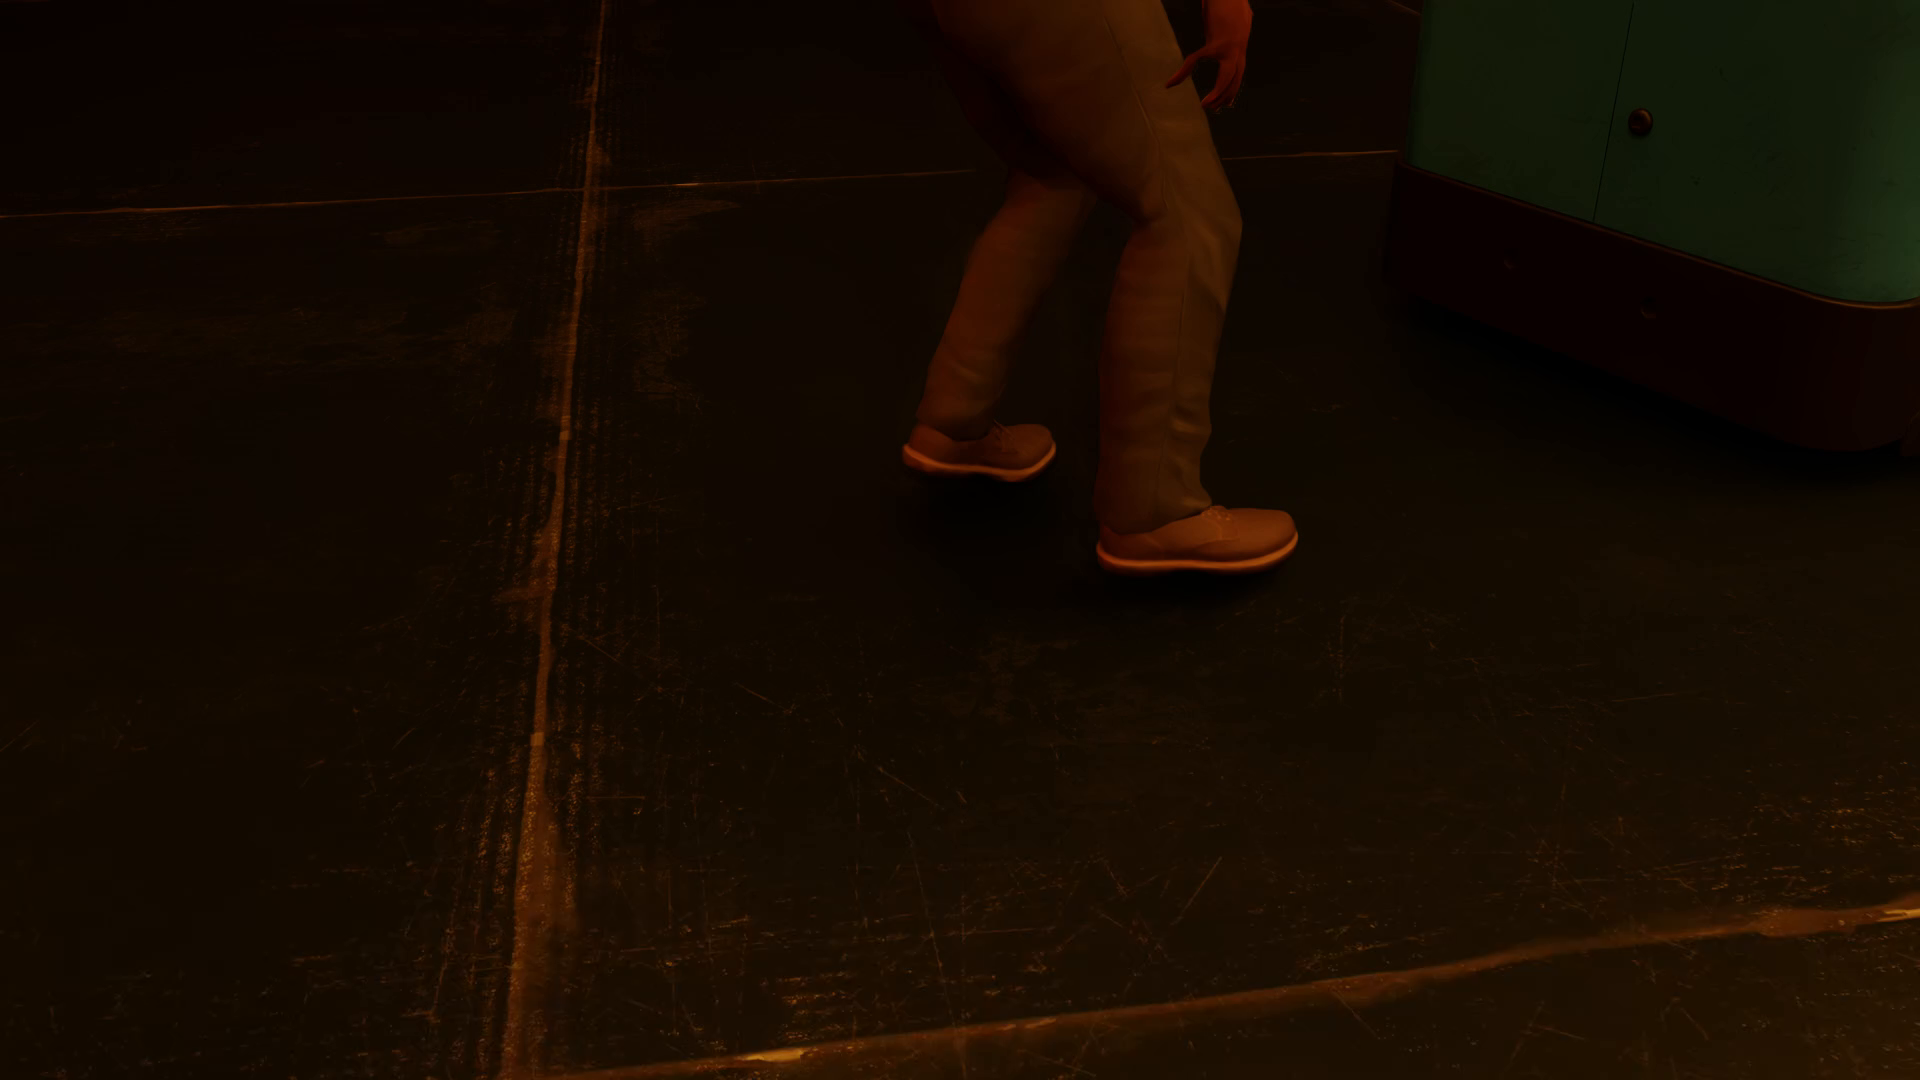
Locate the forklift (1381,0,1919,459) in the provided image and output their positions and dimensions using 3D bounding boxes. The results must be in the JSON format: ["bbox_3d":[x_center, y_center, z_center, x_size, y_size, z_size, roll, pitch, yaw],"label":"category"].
[{"bbox_3d":[2.371,-1.929,3.008,3.031,2.935,1.130,-16,32,-27],"label":"forklift"}]

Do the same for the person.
[{"bbox_3d":[0.145,-0.759,2.155,0.479,1.604,0.655,-12,30,-22],"label":"person"}]
